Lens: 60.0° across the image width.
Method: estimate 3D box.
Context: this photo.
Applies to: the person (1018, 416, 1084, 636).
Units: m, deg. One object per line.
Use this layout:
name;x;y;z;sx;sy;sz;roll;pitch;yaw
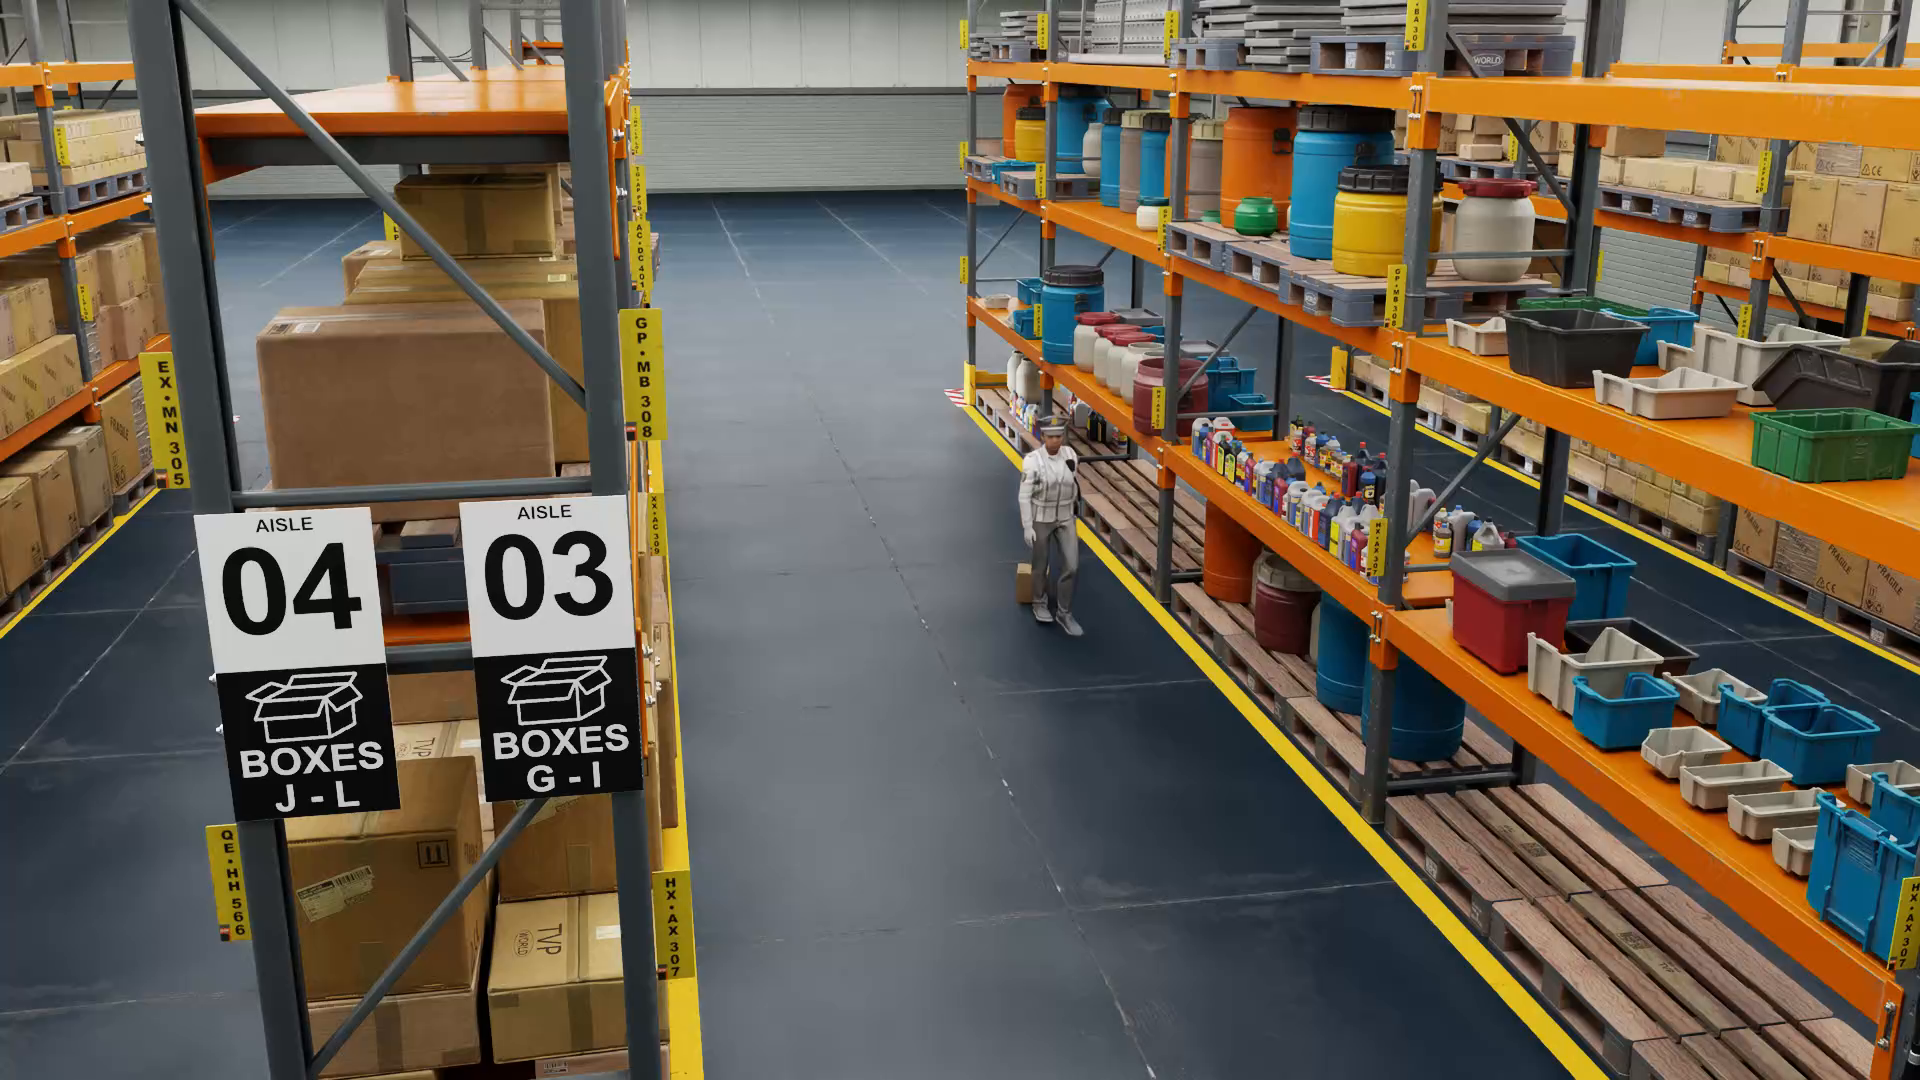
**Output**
person;0.665;-0.131;12.484;0.512;1.708;0.536;-4;17;-13
